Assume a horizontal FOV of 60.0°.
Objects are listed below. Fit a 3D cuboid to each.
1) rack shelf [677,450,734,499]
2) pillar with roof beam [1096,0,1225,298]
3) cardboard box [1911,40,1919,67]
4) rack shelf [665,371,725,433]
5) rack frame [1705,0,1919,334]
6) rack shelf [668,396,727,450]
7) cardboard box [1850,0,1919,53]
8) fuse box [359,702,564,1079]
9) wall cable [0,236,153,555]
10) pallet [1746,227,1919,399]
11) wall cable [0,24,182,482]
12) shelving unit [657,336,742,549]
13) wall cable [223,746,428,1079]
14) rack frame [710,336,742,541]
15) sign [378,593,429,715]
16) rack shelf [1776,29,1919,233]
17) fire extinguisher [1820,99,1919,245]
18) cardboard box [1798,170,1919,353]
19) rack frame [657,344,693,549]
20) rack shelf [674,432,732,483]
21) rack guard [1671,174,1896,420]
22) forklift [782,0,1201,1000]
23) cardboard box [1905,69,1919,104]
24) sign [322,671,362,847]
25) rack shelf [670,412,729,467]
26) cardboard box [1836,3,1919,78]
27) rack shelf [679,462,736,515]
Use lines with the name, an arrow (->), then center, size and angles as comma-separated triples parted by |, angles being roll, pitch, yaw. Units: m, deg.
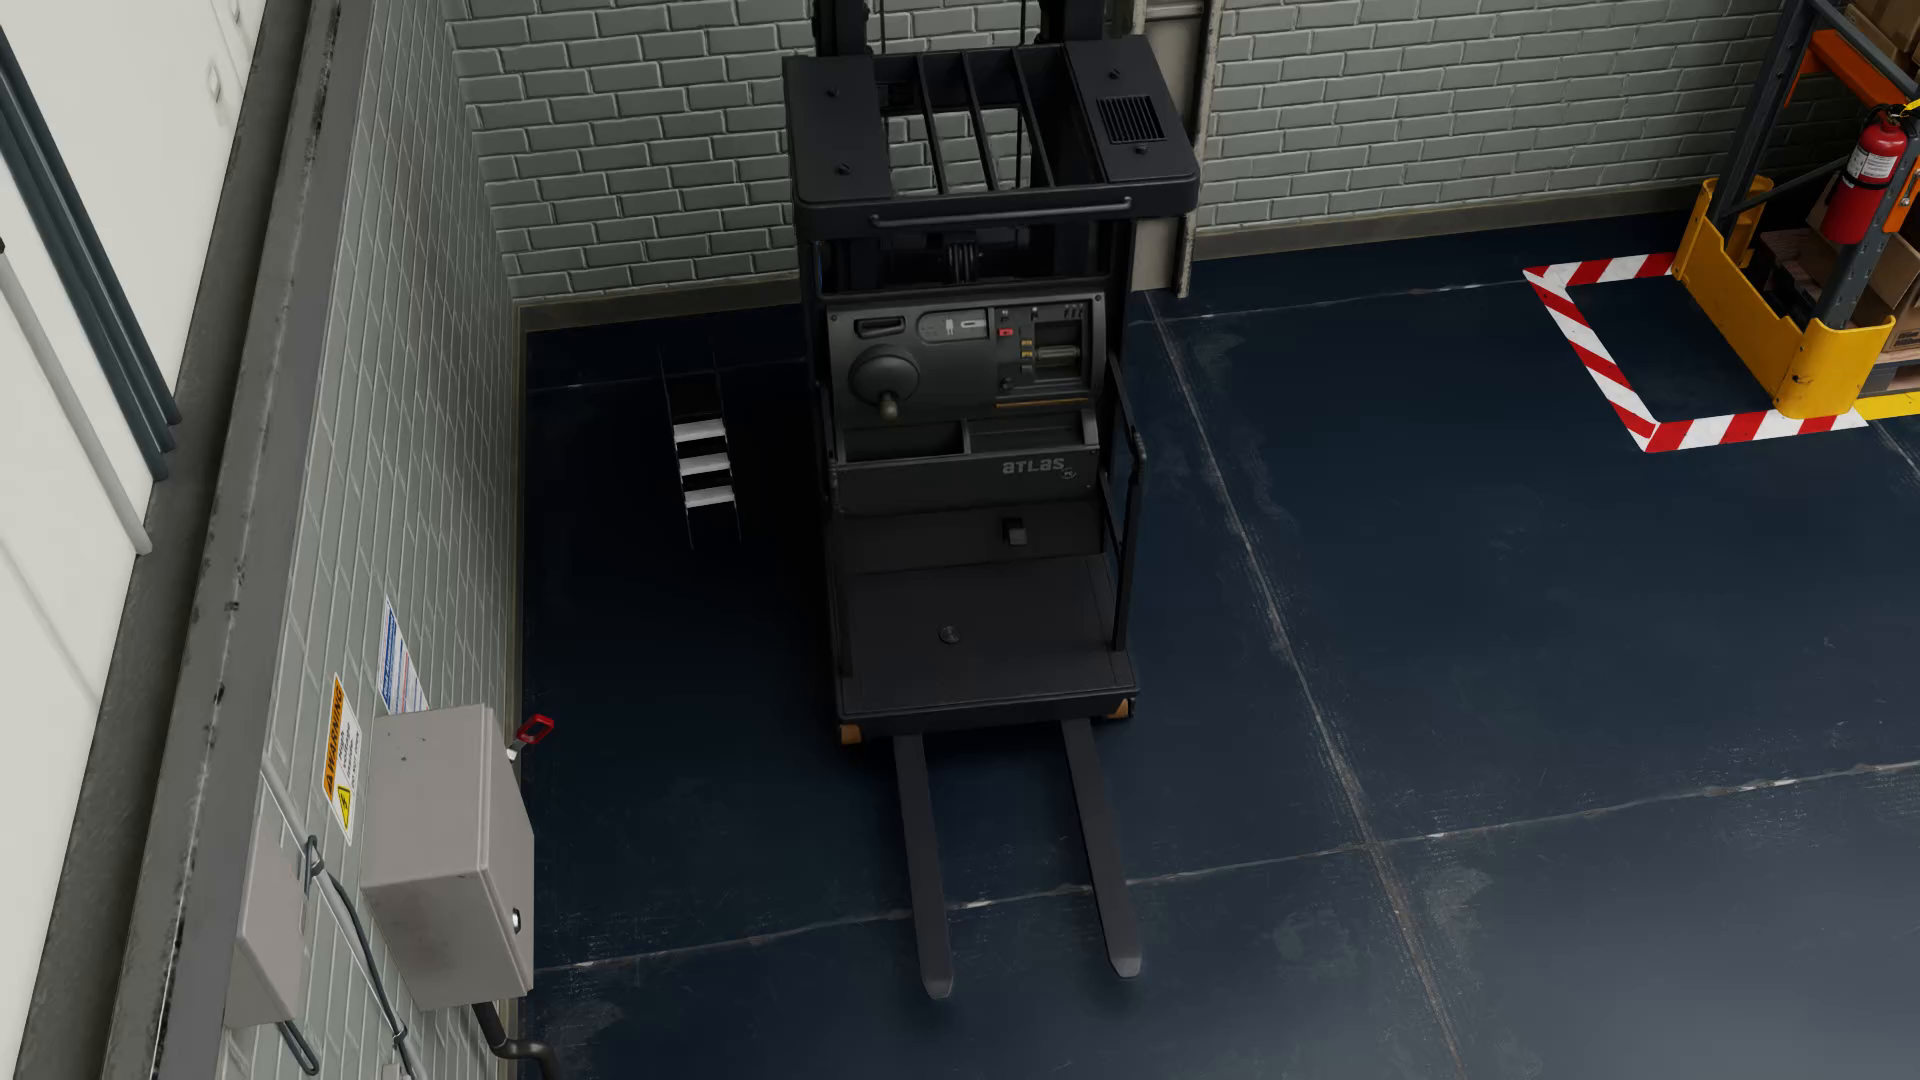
rack shelf -> -1.040, -0.292, 6.771 | 0.200, 0.077, 0.258 | -9, 47, -9
pillar with roof beam -> 1.622, -1.336, 1.981 | 0.400, 9.000, 9.100 | -7, 46, -7
cardboard box -> 4.192, -1.916, 6.604 | 0.500, 0.250, 0.500 | -7, 46, -7
rack shelf -> -1.040, -0.542, 6.512 | 0.200, 0.077, 0.258 | -9, 47, -9
rack frame -> 3.699, -2.000, 6.788 | 0.127, 3.000, 1.000 | -7, 46, -7
rack shelf -> -1.040, -0.479, 6.576 | 0.200, 0.077, 0.258 | -9, 47, -9
cardboard box -> 4.107, -2.296, 6.970 | 0.500, 0.250, 0.500 | -6, 46, -6
fuse box -> -1.218, 1.169, 4.629 | 0.414, 1.711, 0.539 | -7, 46, -7
wall cable -> -1.134, -0.196, 0.883 | 0.029, 3.000, 2.355 | -7, 46, -7
pallet -> 4.559, -1.141, 7.896 | 1.213, 0.211, 1.003 | -7, 46, -7
wall cable -> -1.571, -2.190, 2.779 | 0.133, 3.039, 2.988 | -7, 46, -7
shelving unit -> -1.040, -0.378, 6.682 | 0.210, 0.900, 0.258 | -9, 47, -9
wall cable -> -1.257, 0.873, 3.314 | 0.122, 1.984, 0.588 | -7, 46, -7
rack frame -> -0.941, -0.394, 6.698 | 0.006, 0.900, 0.240 | -9, 47, -9
sign -> -1.506, 0.430, 4.512 | 0.001, 0.494, 0.329 | -7, 46, -7
rack shelf -> 5.670, -1.996, 7.283 | 4.000, 0.370, 1.077 | -7, 46, -7
fire extinguisher -> 3.633, -1.498, 6.616 | 0.183, 0.674, 0.296 | -7, 46, -7
cardboard box -> 4.318, -1.288, 7.543 | 0.637, 0.503, 0.797 | -9, 47, -8
rack frame -> -1.139, -0.361, 6.666 | 0.006, 0.900, 0.240 | -9, 47, -9
rack shelf -> -1.040, -0.354, 6.706 | 0.200, 0.077, 0.258 | -9, 47, -9
rack guard -> 3.774, -1.143, 7.697 | 0.348, 0.500, 1.175 | -7, 46, -7
forklift -> 0.054, -0.526, 5.414 | 1.130, 2.935, 3.031 | -5, 46, -5
cardboard box -> 4.070, -1.759, 6.729 | 0.250, 0.149, 0.380 | -7, 47, -7
sign -> -1.412, 0.500, 3.805 | 0.001, 0.242, 0.339 | -7, 46, -7
rack shelf -> -1.040, -0.417, 6.641 | 0.200, 0.077, 0.258 | -9, 47, -9
cardboard box -> 3.980, -2.144, 7.101 | 0.250, 0.149, 0.380 | -8, 47, -7
rack shelf -> -1.040, -0.230, 6.836 | 0.200, 0.077, 0.258 | -9, 47, -9
